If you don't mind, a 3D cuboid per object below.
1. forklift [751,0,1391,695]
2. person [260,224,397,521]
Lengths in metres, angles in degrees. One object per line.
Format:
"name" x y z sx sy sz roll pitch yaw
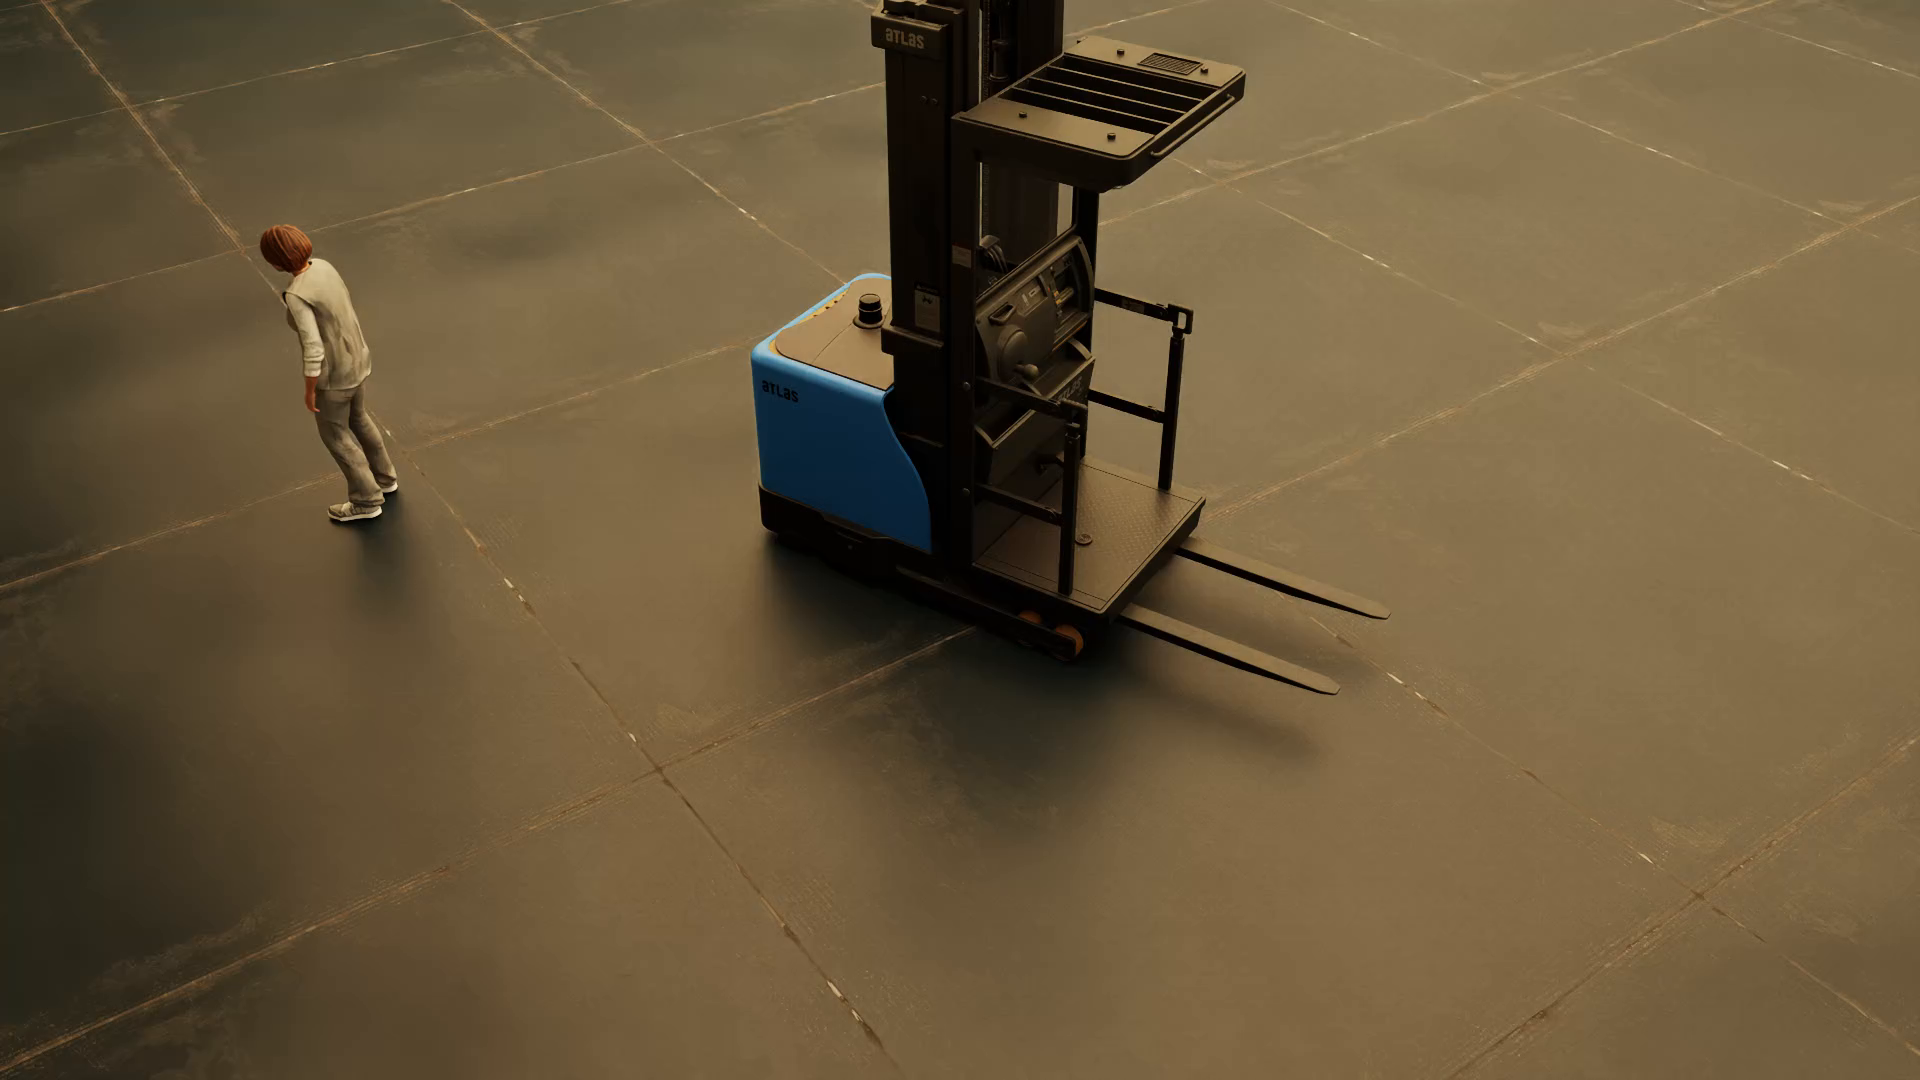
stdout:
"forklift" 0.514 -0.985 7.276 3.031 2.935 1.130 21 41 26
"person" -3.081 -0.820 8.180 0.346 1.593 0.478 3 37 4
